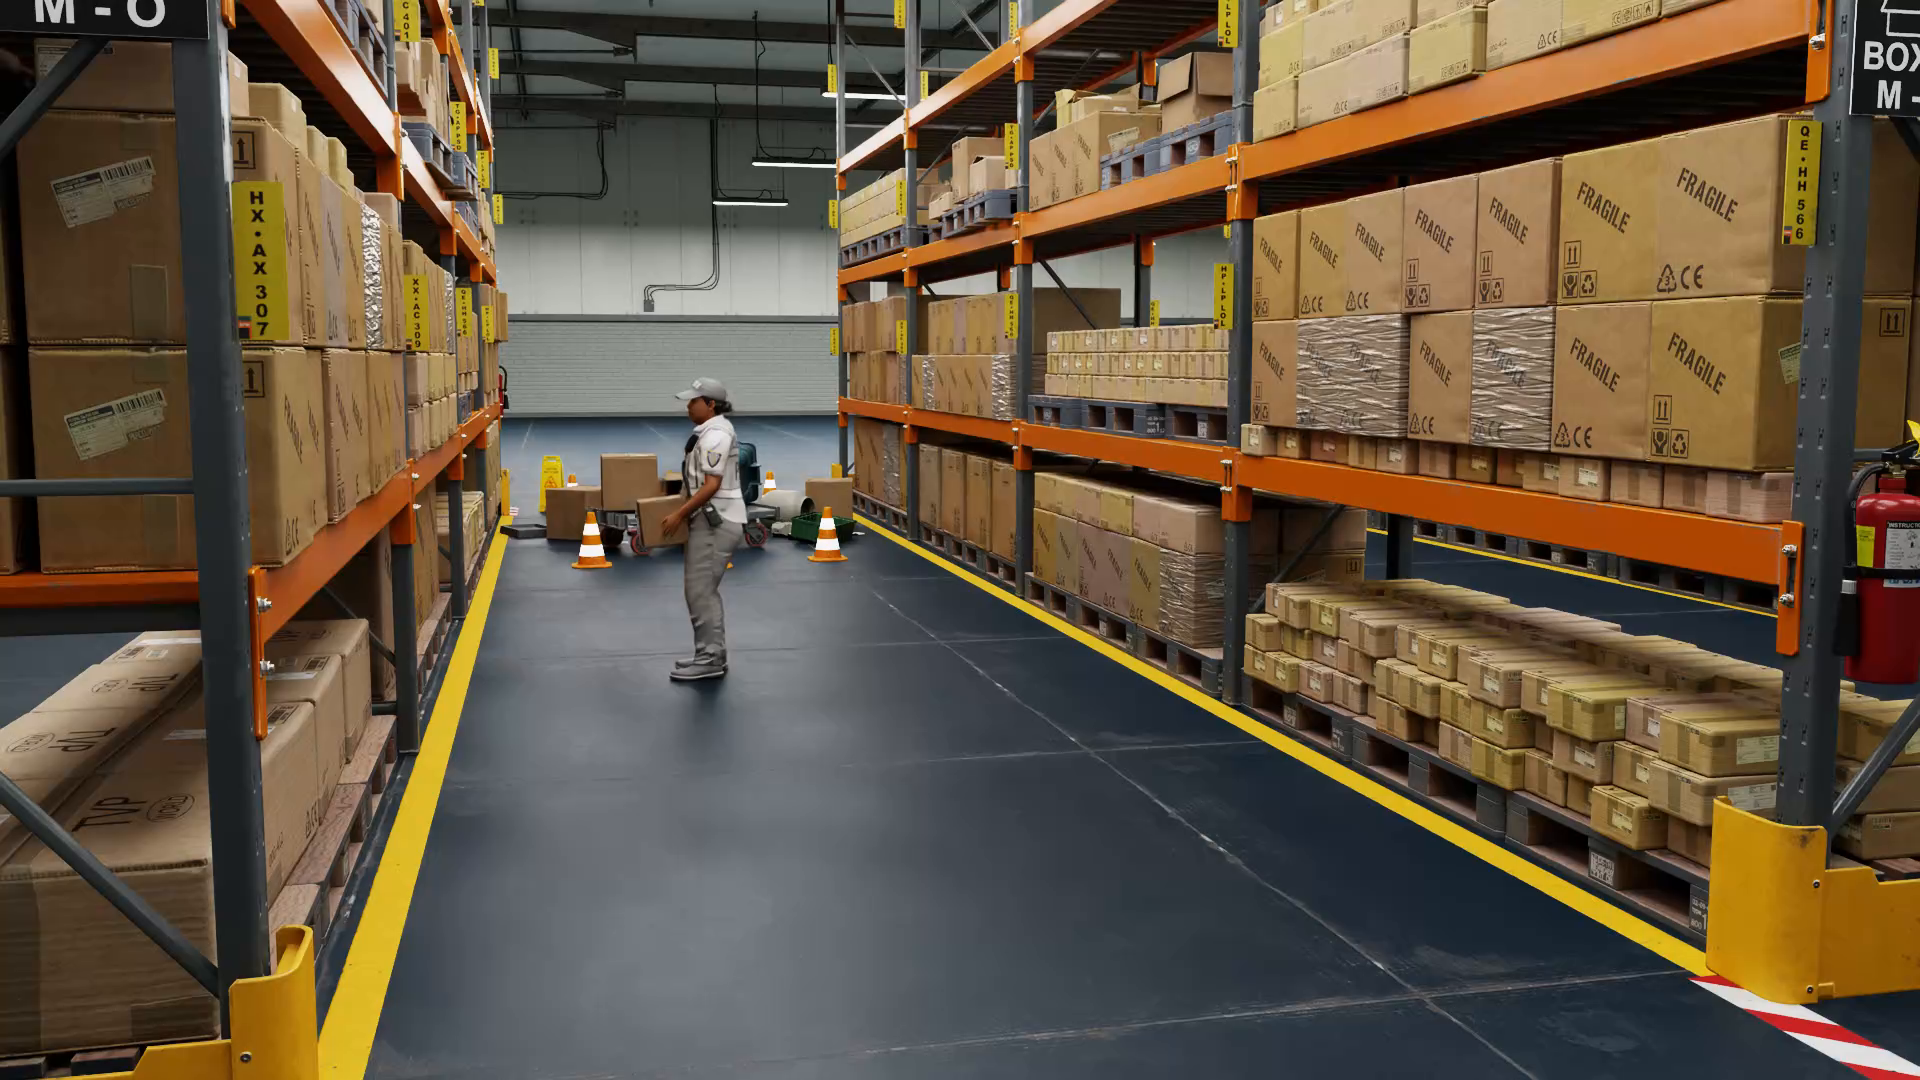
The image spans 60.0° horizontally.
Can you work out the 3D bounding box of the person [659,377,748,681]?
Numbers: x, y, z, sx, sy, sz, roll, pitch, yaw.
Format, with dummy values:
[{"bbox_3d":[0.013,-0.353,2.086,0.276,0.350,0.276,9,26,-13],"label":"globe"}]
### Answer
[{"bbox_3d":[-1.440,-0.071,9.288,0.490,1.671,0.493,-2,6,-14],"label":"person"}]
